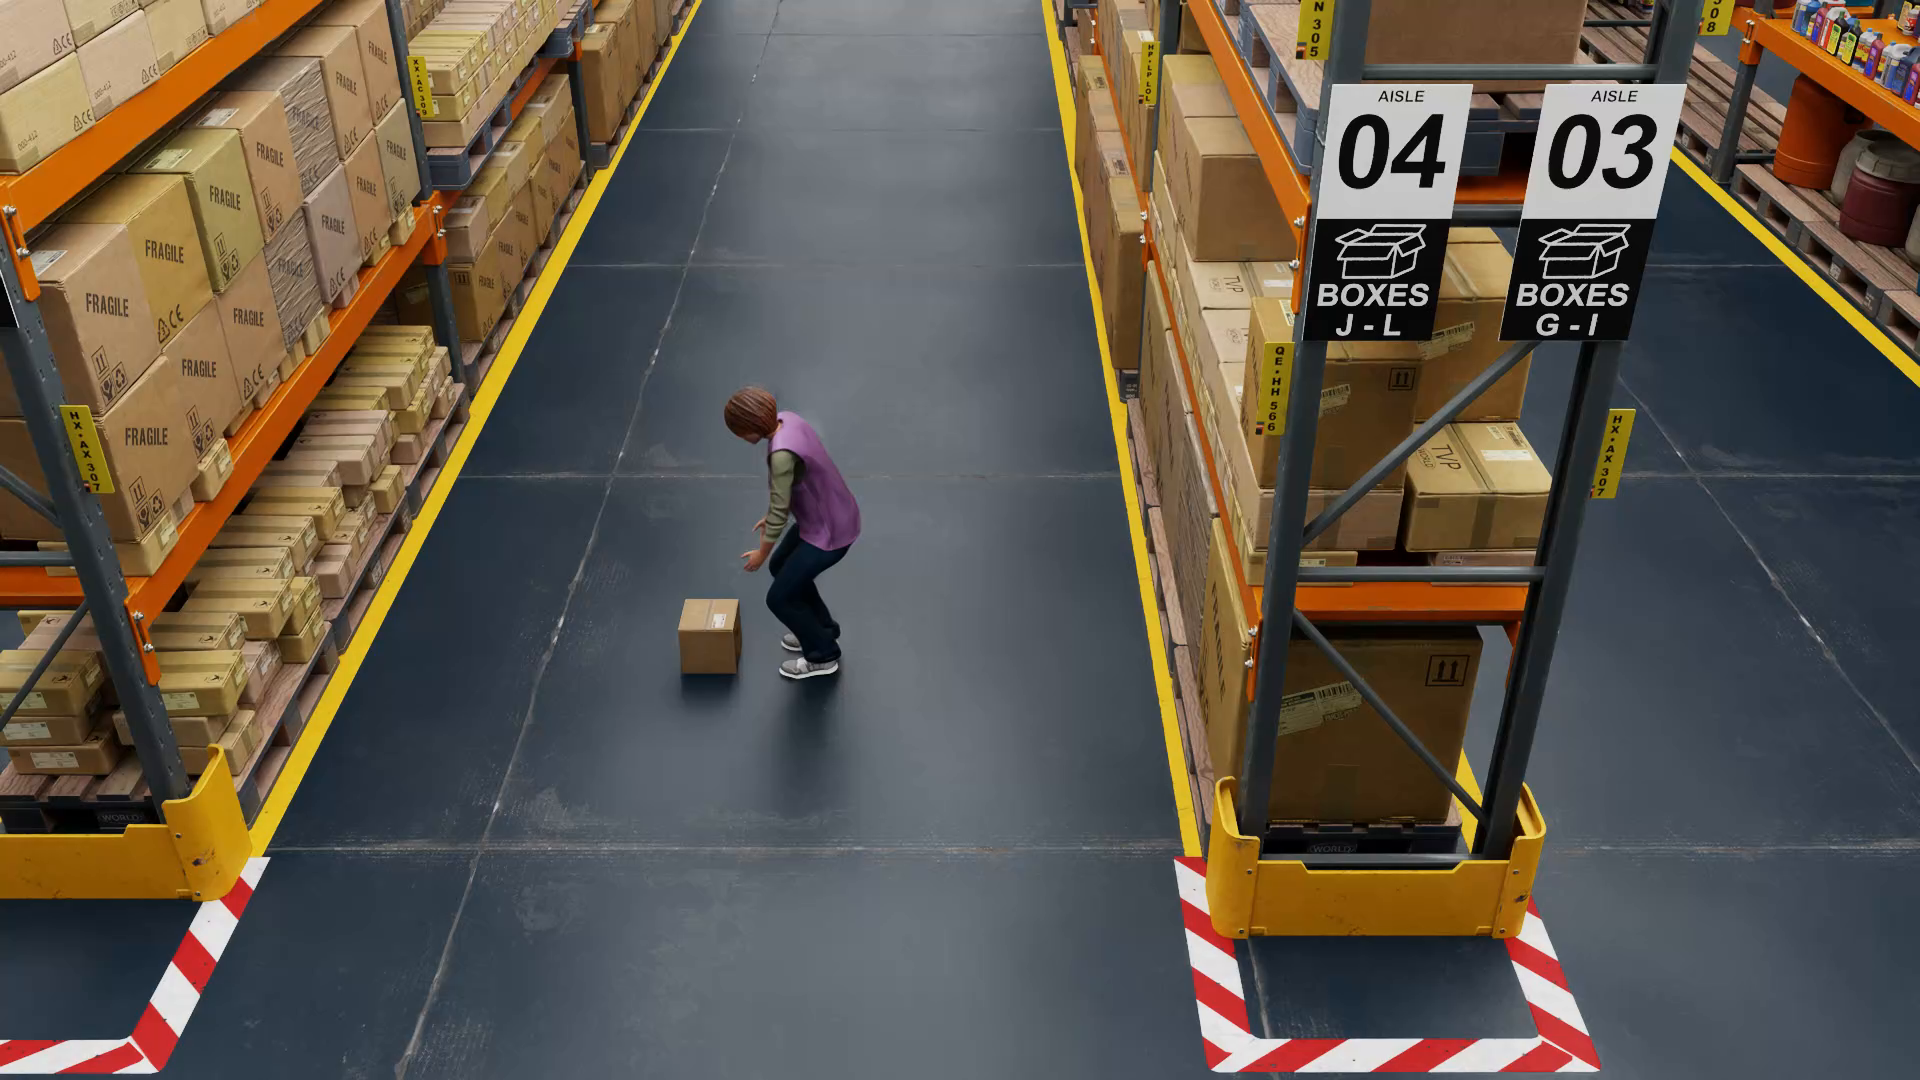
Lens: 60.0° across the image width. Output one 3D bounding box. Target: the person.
[{"bbox_3d":[-0.721,-0.010,7.371,0.581,1.385,0.458,0,32,0],"label":"person"}]
